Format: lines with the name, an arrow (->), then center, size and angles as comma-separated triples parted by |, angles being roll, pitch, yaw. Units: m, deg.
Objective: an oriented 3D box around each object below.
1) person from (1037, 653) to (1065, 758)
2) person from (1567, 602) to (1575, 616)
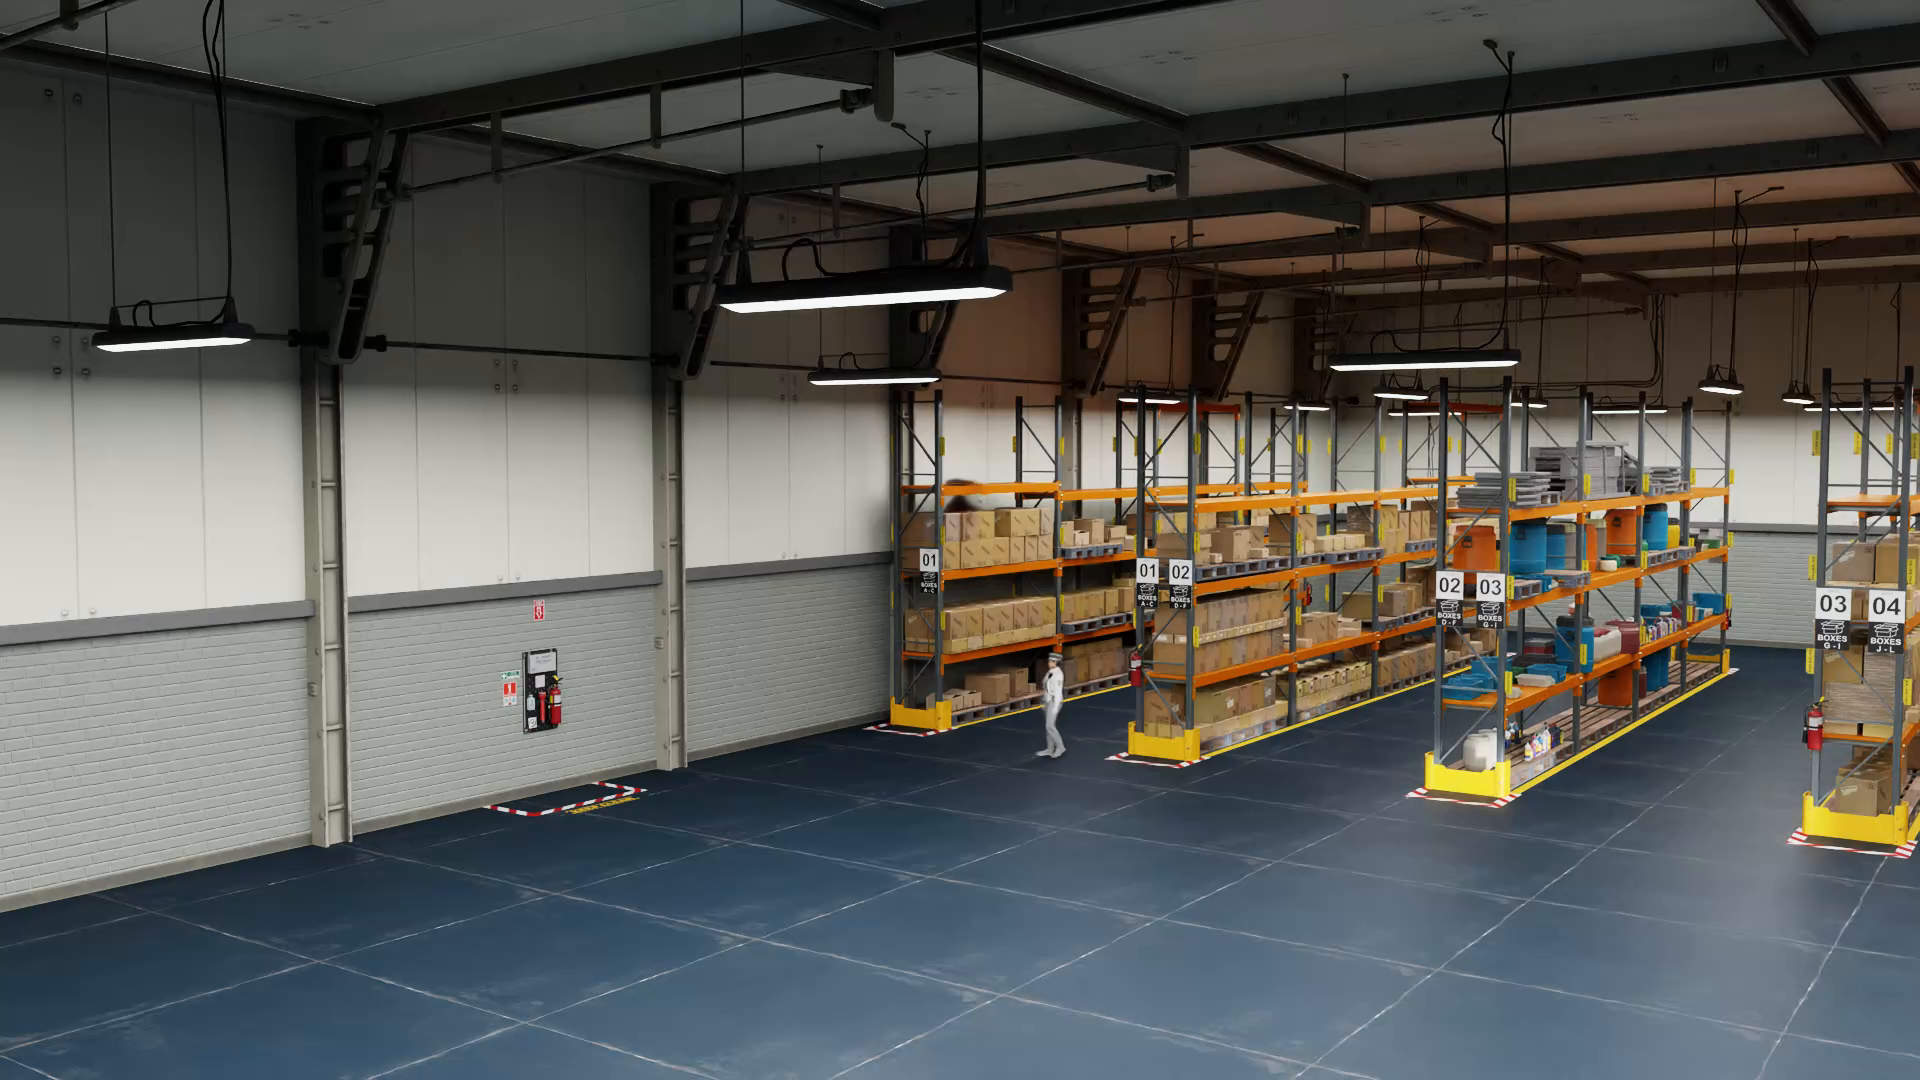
person -> 1.459, 2.657, 26.866 | 0.400, 1.692, 0.515 | -1, 3, -17
person -> 12.867, 2.202, 34.878 | 0.579, 1.812, 0.877 | 2, 4, 36
